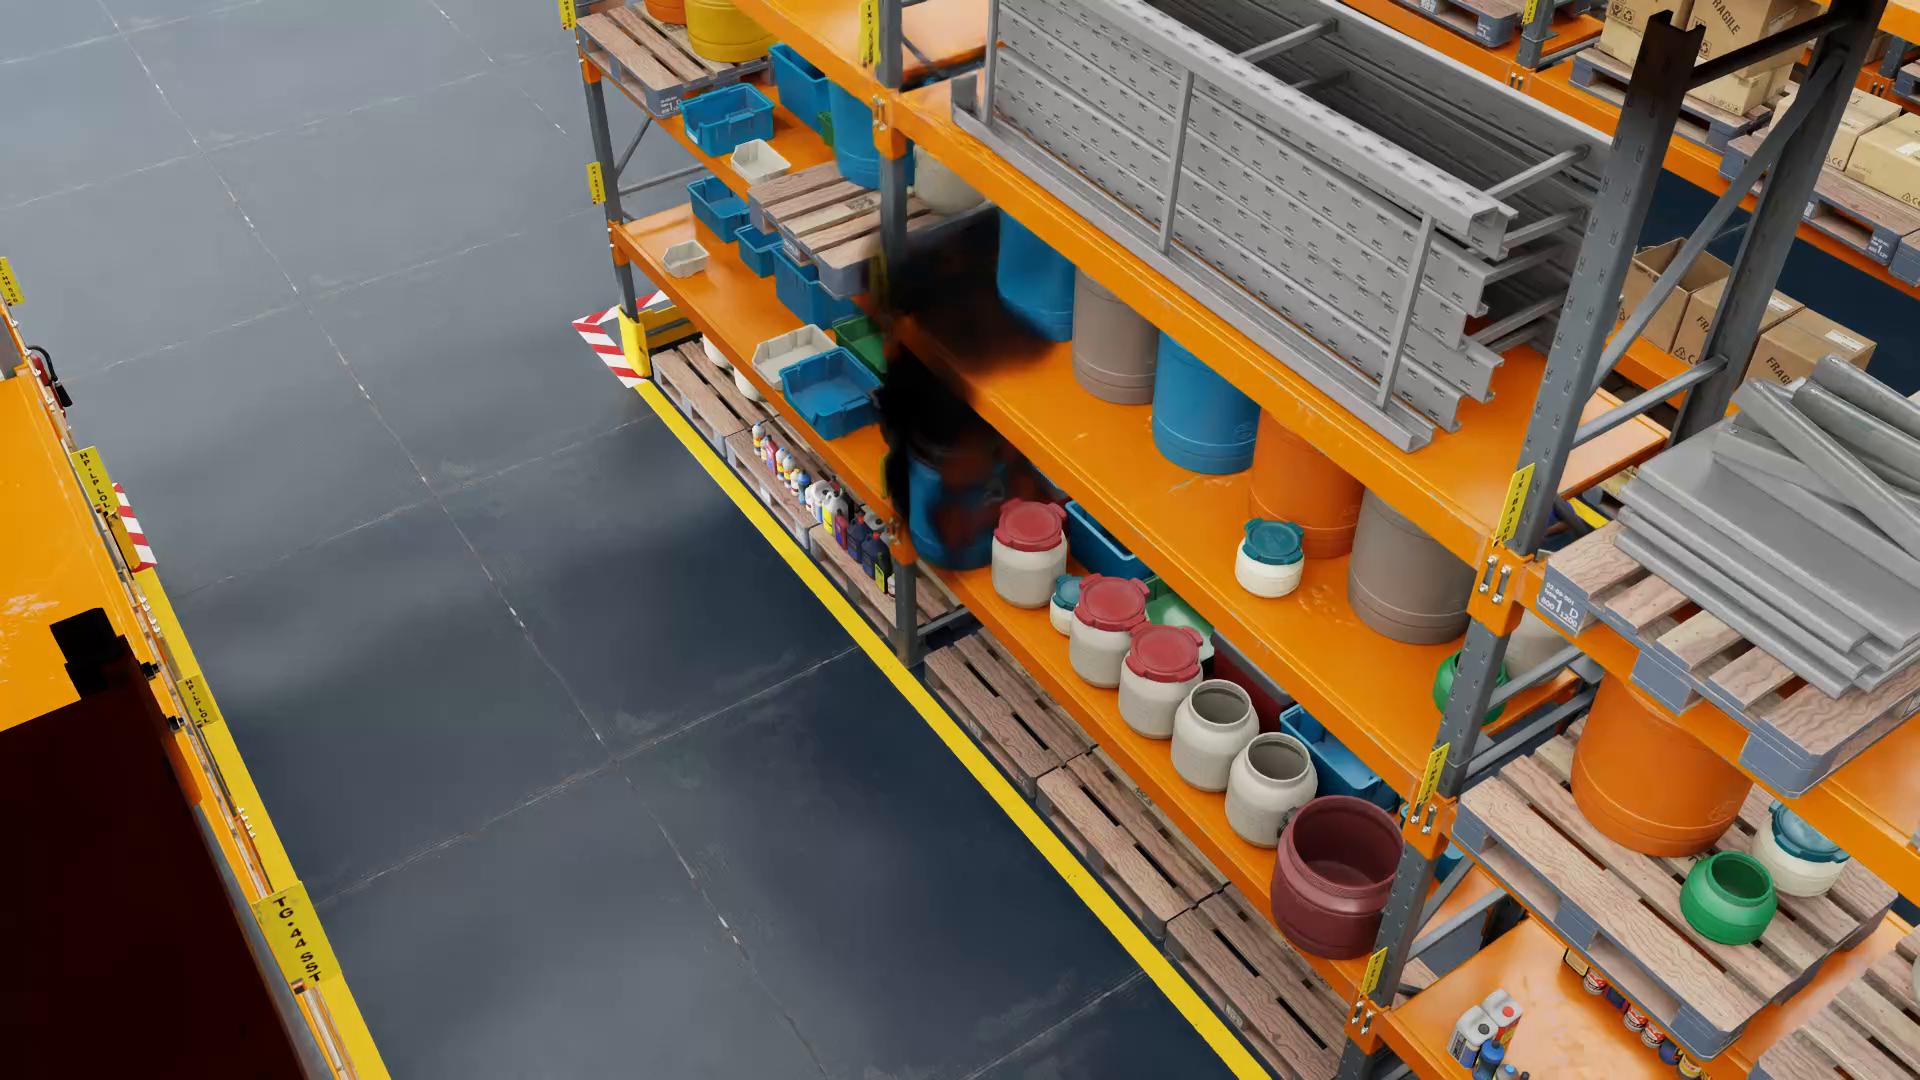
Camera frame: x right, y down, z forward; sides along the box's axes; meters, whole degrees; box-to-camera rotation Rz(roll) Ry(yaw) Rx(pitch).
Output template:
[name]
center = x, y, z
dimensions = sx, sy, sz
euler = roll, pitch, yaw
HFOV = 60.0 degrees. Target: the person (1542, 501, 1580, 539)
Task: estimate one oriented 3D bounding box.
[person]
center = 3.235, 0.169, 9.909
dimensions = 0.839, 1.690, 0.569
euler = 31, 51, 29
